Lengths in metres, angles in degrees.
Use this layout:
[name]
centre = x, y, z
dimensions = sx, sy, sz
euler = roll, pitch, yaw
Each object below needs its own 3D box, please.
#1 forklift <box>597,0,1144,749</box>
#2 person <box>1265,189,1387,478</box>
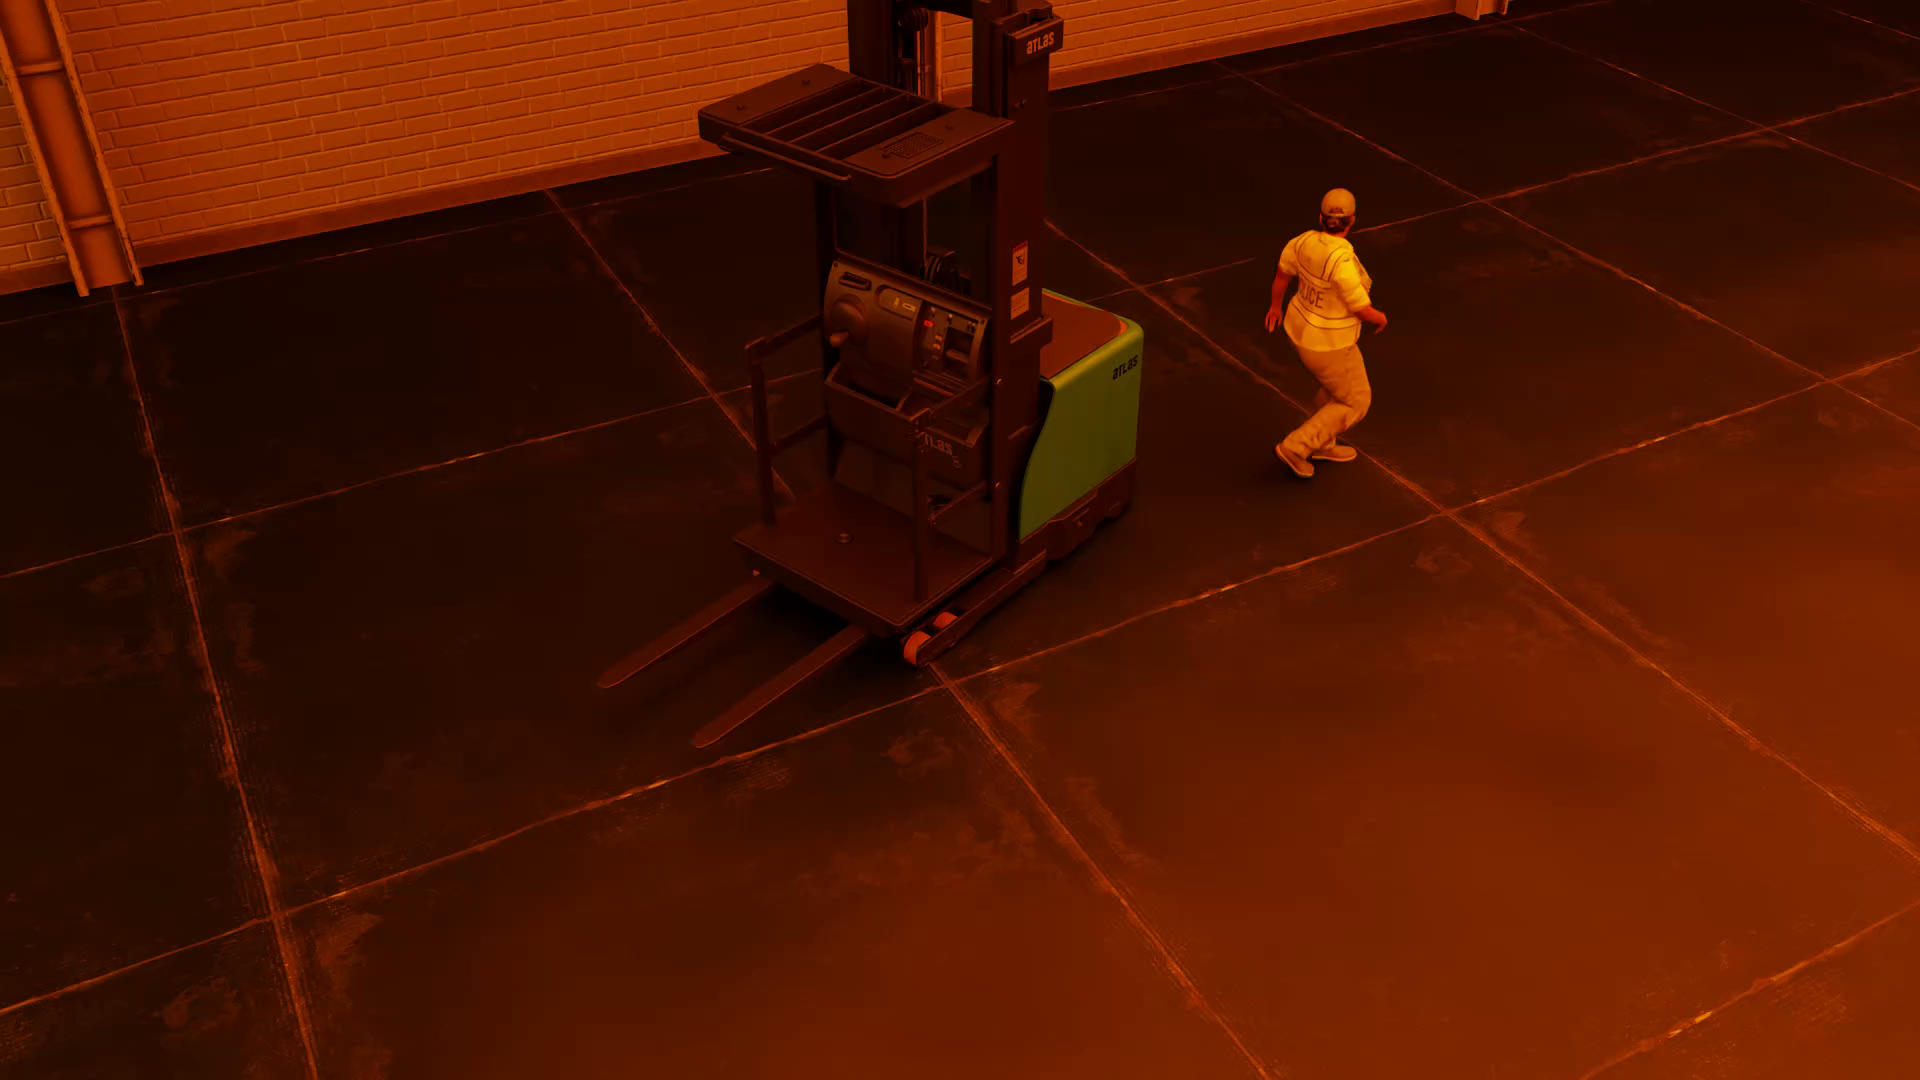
[forklift]
centre = -0.390, -0.927, 7.434
dimensions = 1.130, 2.935, 3.031
euler = 26, 43, 31
[person]
centre = 1.952, -1.102, 8.836
dimensions = 0.576, 1.610, 0.642
euler = -6, 36, -9
